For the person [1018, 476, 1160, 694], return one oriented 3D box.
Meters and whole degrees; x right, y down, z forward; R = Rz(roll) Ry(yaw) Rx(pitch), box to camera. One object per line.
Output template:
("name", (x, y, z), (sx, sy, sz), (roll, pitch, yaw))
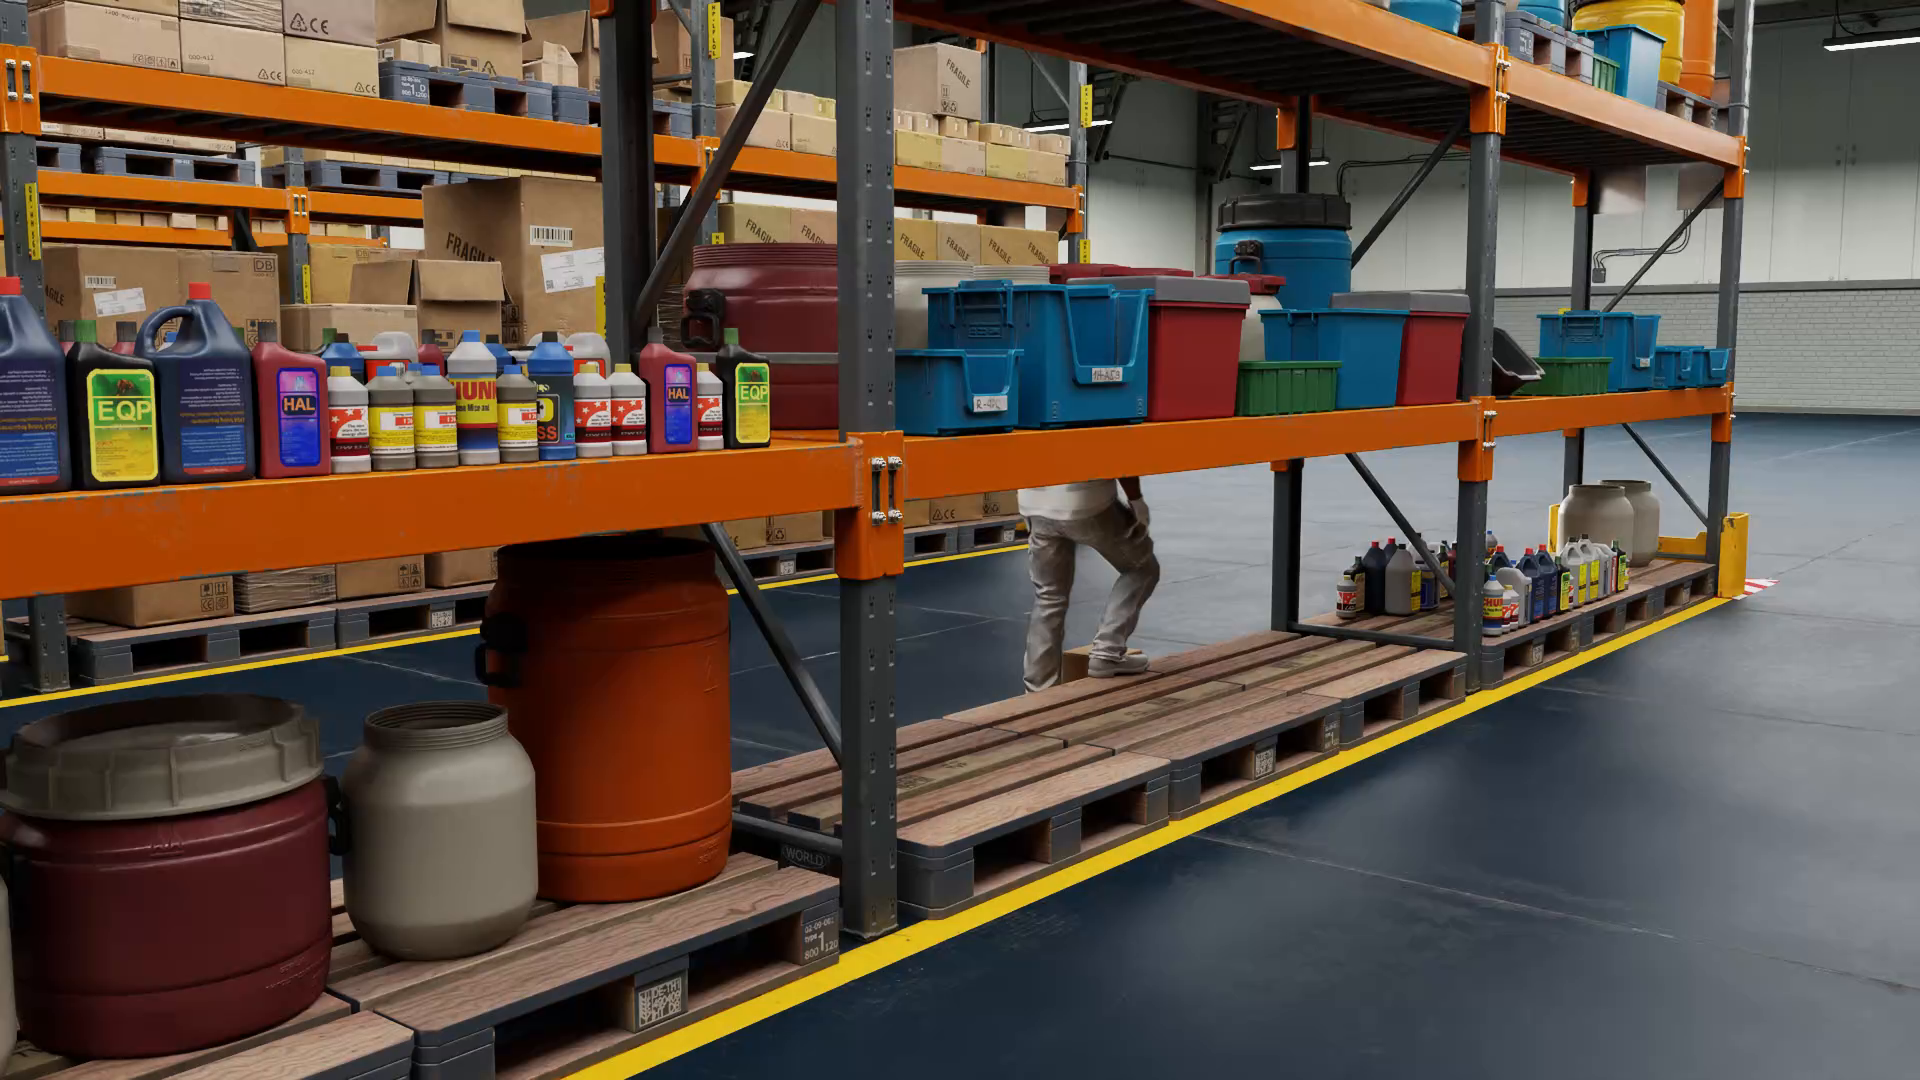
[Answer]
("person", (0.503, -0.143, 6.874), (0.617, 1.784, 0.524), (5, 8, 39))
